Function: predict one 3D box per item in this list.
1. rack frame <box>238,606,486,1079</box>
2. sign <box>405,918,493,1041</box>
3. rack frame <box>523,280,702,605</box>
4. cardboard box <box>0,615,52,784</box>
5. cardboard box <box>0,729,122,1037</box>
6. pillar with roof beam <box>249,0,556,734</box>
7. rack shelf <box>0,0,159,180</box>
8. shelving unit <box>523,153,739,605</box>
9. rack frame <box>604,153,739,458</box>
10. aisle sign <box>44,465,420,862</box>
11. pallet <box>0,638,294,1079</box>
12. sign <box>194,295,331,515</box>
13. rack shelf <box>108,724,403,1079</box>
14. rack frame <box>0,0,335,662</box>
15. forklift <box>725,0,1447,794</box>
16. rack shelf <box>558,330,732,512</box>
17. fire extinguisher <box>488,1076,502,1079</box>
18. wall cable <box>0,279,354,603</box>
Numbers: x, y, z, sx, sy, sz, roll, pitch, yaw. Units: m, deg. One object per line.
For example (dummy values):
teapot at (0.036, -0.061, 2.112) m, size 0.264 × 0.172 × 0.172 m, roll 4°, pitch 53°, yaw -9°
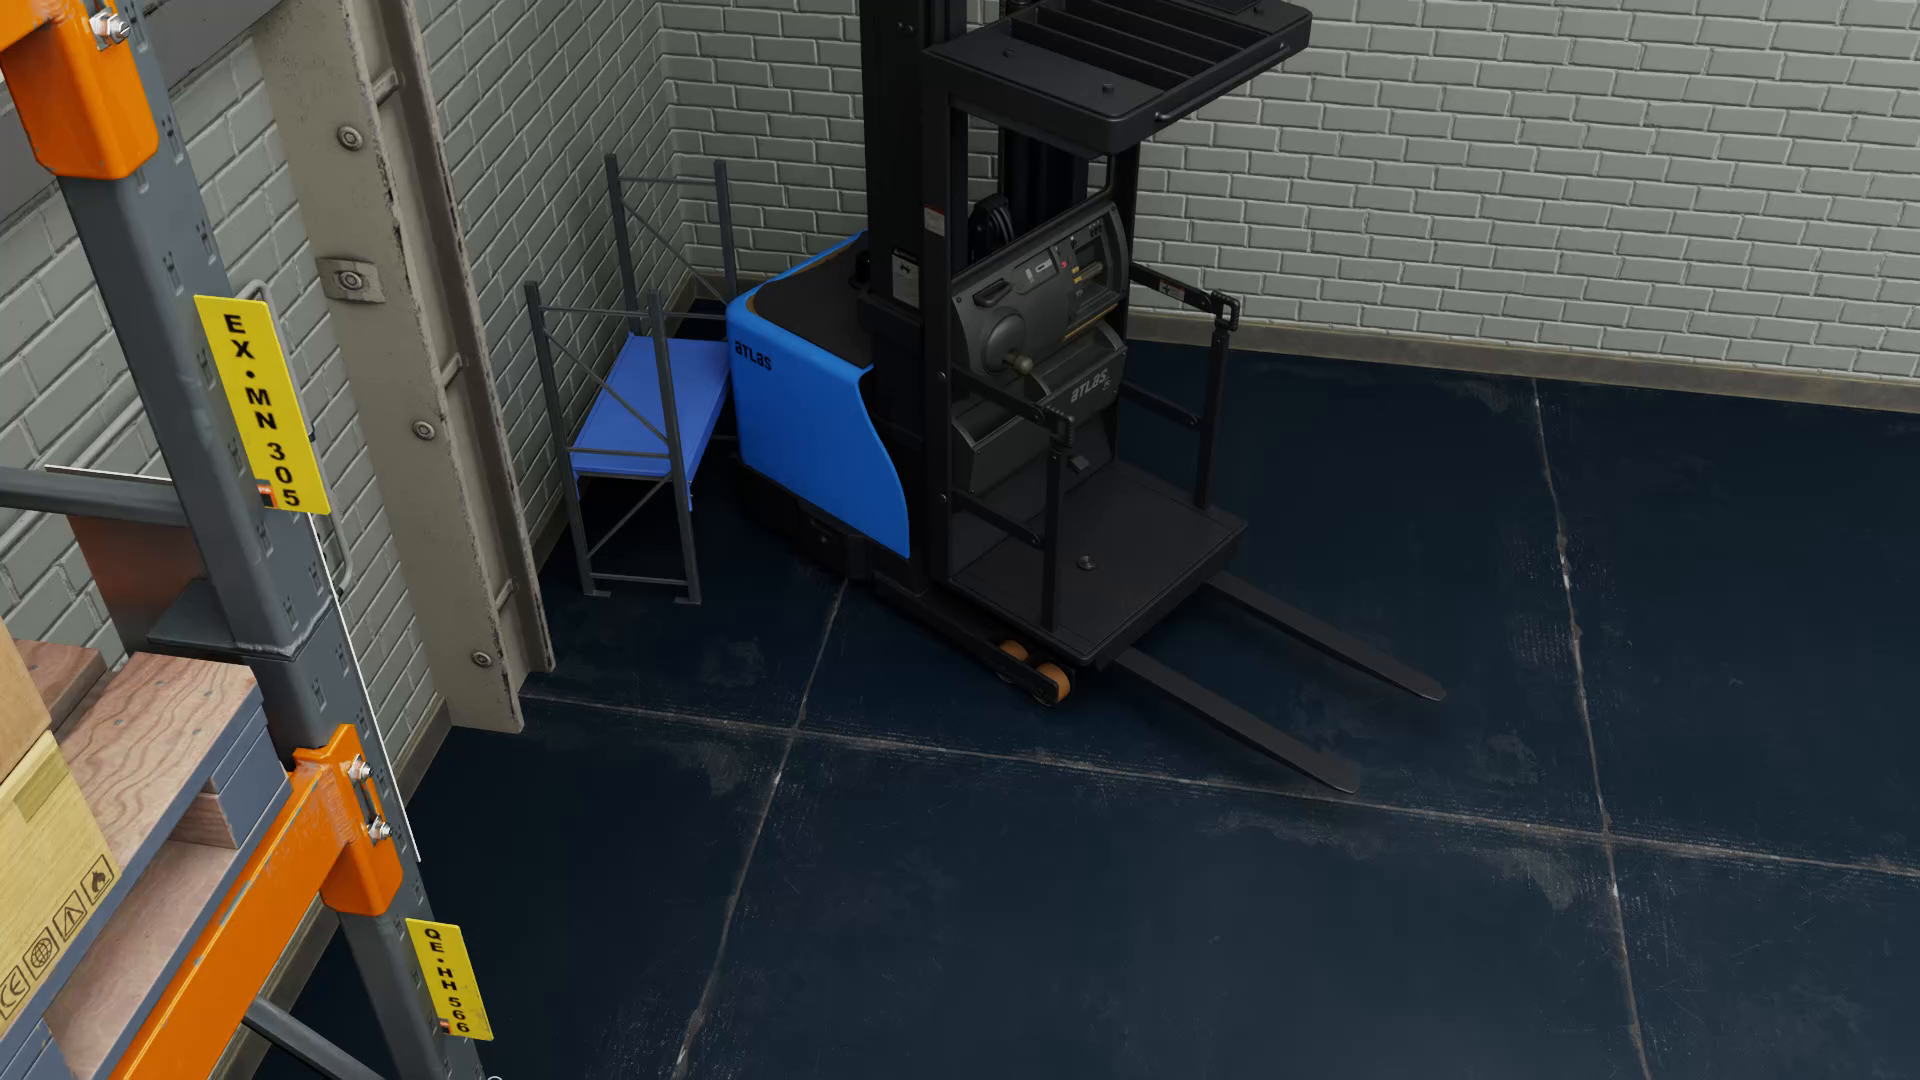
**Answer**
rack frame at (-1.416, 1.233, 3.405) m, size 1.000 × 3.000 × 0.127 m, roll 6°, pitch 40°, yaw 8°
sign at (-0.884, 0.764, 2.877) m, size 0.100 × 0.325 × 0.005 m, roll 6°, pitch 40°, yaw 8°
rack frame at (-1.328, -0.336, 6.479) m, size 0.500 × 1.500 × 0.032 m, roll 4°, pitch 40°, yaw 5°
cardboard box at (-1.274, 0.135, 1.500) m, size 0.500 × 0.500 × 0.500 m, roll 6°, pitch 40°, yaw 8°
cardboard box at (-1.281, 0.423, 1.740) m, size 0.500 × 0.250 × 0.500 m, roll 8°, pitch 40°, yaw 9°
pillar with roof beam at (2.439, -2.394, 3.084) m, size 9.100 × 9.000 × 0.400 m, roll 6°, pitch 40°, yaw 8°
rack shelf at (-1.762, 0.607, 0.332) m, size 1.077 × 0.370 × 4.000 m, roll 6°, pitch 40°, yaw 8°
shelving unit at (-1.266, -0.657, 6.867) m, size 0.538 × 1.500 × 1.048 m, roll 4°, pitch 40°, yaw 5°
rack frame at (-1.204, -0.979, 7.256) m, size 0.500 × 1.500 × 0.032 m, roll 4°, pitch 40°, yaw 5°
aisle sign at (-1.108, 0.219, 2.591) m, size 0.394 × 0.787 × 0.004 m, roll 6°, pitch 40°, yaw 8°
pallet at (-1.534, 0.578, 1.913) m, size 1.003 × 0.211 × 1.213 m, roll 6°, pitch 40°, yaw 8°
sign at (-0.884, -0.165, 2.109) m, size 0.100 × 0.325 × 0.005 m, roll 6°, pitch 40°, yaw 8°
rack shelf at (-1.762, 1.609, 1.160) m, size 1.077 × 0.370 × 4.000 m, roll 6°, pitch 40°, yaw 8°
rack frame at (-1.416, -1.079, 1.493) m, size 1.000 × 3.000 × 0.127 m, roll 6°, pitch 40°, yaw 8°
forklift at (0.466, -0.867, 5.998) m, size 3.031 × 2.935 × 1.130 m, roll 29°, pitch 48°, yaw 31°
rack shelf at (-1.266, -0.519, 6.982) m, size 0.538 × 0.185 × 1.000 m, roll 4°, pitch 40°, yaw 5°
fire extinguisher at (-0.936, 1.363, 3.601) m, size 0.296 × 0.674 × 0.183 m, roll 6°, pitch 40°, yaw 8°
wall cable at (-2.126, -0.067, 4.179) m, size 0.084 × 1.984 × 1.851 m, roll 6°, pitch 40°, yaw 8°
